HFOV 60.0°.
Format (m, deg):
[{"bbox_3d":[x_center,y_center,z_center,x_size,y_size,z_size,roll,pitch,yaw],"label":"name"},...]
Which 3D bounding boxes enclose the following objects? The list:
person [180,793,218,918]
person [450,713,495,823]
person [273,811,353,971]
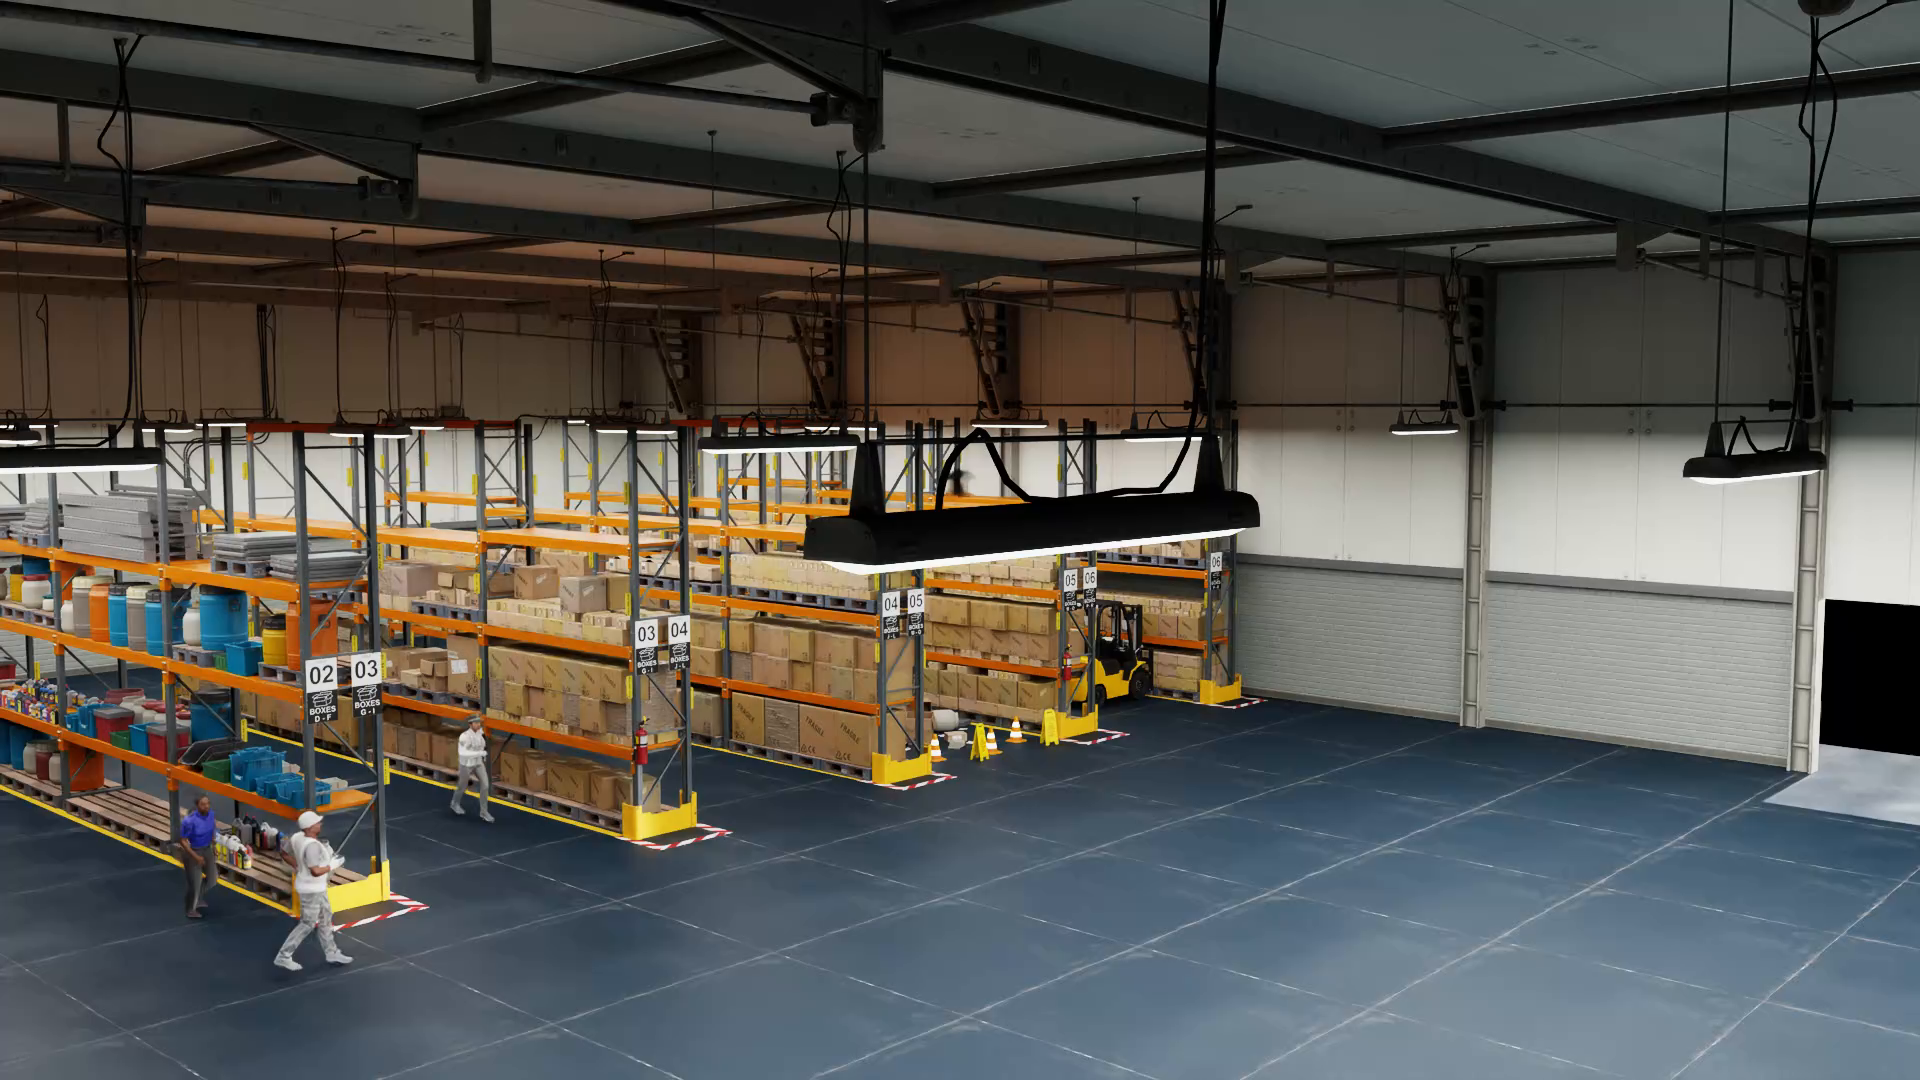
[{"bbox_3d":[-9.428,3.869,20.516,0.659,1.583,0.575,2,5,25],"label":"person"},{"bbox_3d":[-7.459,3.438,25.284,0.911,1.681,0.562,4,6,38],"label":"person"},{"bbox_3d":[-7.208,3.910,18.499,0.849,1.809,0.669,-2,5,-28],"label":"person"}]
